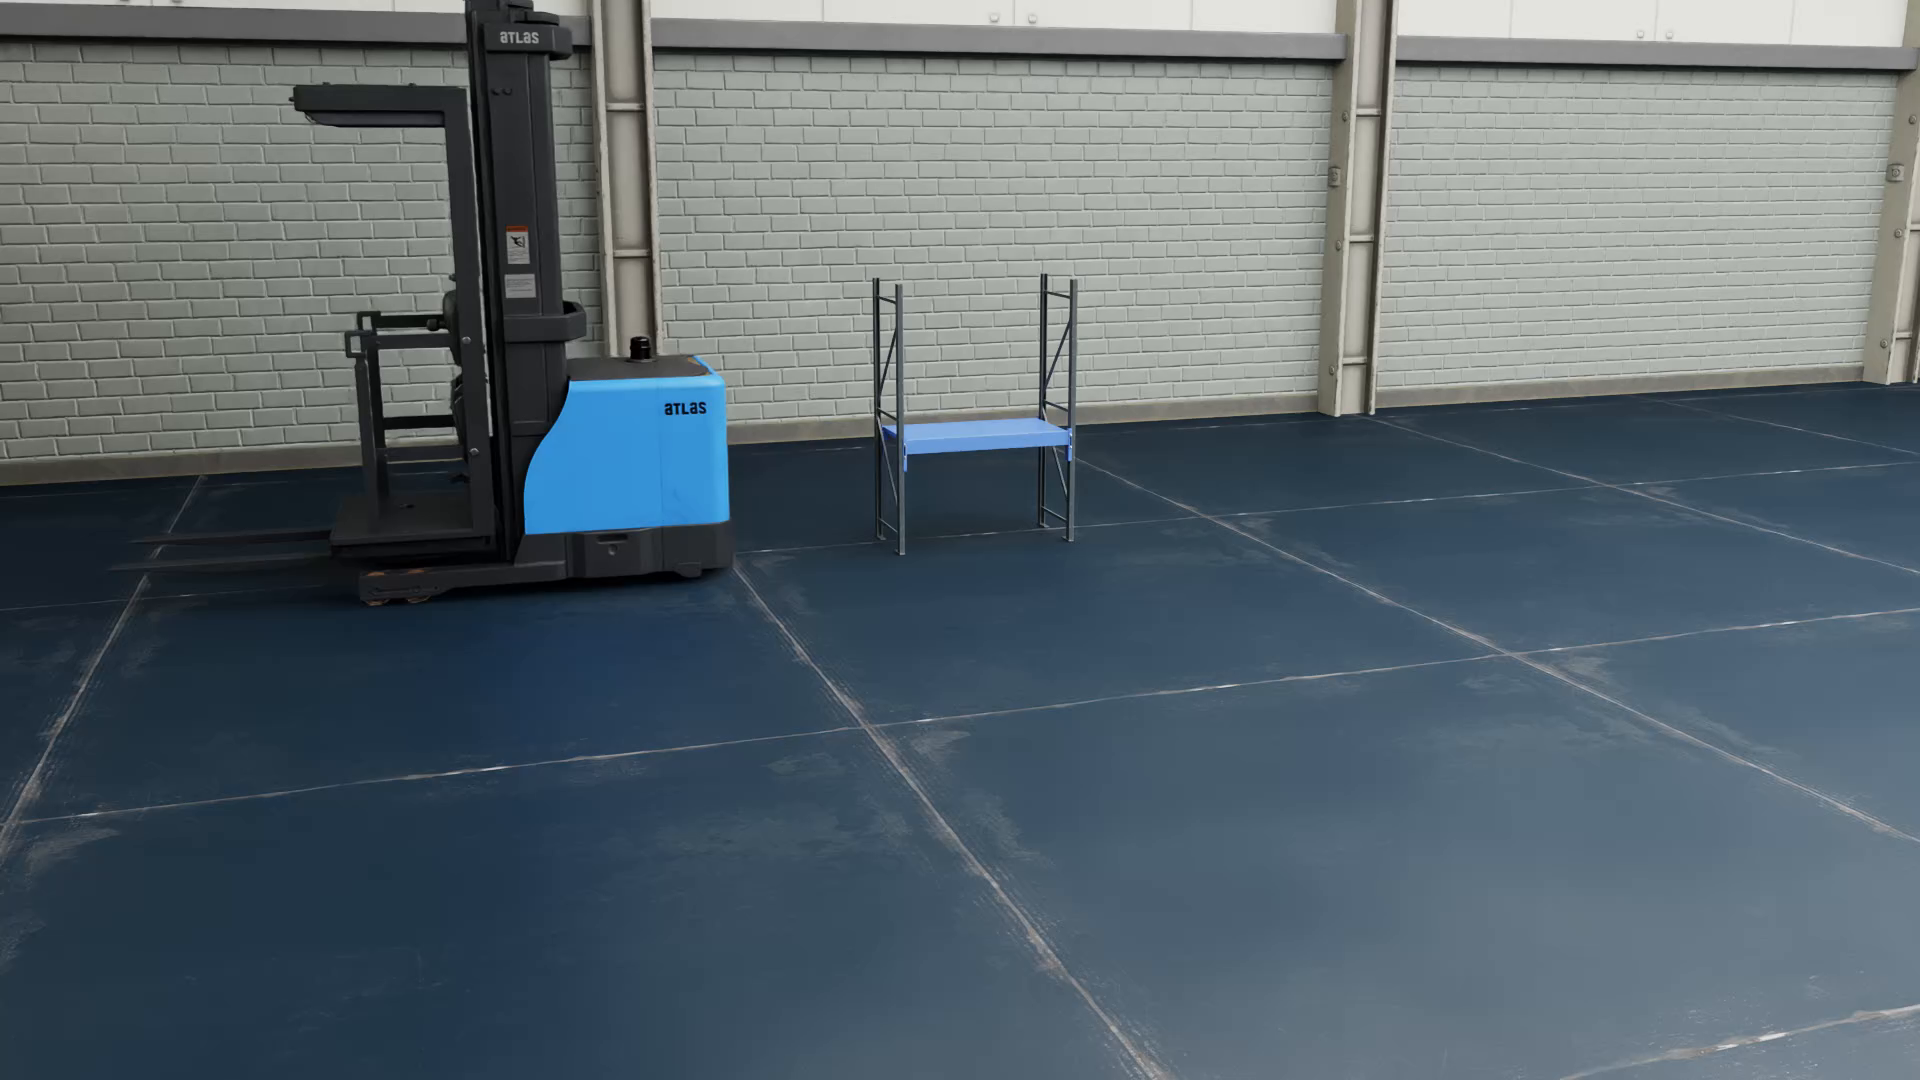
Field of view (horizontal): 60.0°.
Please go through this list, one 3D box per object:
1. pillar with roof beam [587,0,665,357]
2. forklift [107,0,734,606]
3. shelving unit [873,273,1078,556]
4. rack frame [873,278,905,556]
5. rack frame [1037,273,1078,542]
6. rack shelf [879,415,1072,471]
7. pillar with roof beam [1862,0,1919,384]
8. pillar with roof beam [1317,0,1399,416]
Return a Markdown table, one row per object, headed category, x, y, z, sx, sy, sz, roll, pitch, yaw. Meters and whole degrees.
| category | x | y | z | sx | sy | sz | roll | pitch | yaw |
| --- | --- | --- | --- | --- | --- | --- | --- | --- | --- |
| pillar with roof beam | -1.015 | -4.082 | 7.358 | 0.400 | 9.000 | 9.100 | -4 | 14 | -18 |
| forklift | -2.777 | -1.235 | 8.500 | 3.031 | 2.935 | 1.130 | -4 | 14 | -16 |
| shelving unit | 0.081 | -0.736 | 9.496 | 1.048 | 1.500 | 0.538 | -4 | 14 | -18 |
| rack frame | -0.401 | -0.698 | 9.338 | 0.032 | 1.500 | 0.500 | -4 | 14 | -18 |
| rack frame | 0.563 | -0.773 | 9.653 | 0.032 | 1.500 | 0.500 | -4 | 14 | -18 |
| rack shelf | 0.081 | -0.561 | 9.537 | 1.000 | 0.185 | 0.538 | -4 | 14 | -18 |
| pillar with roof beam | 10.358 | -4.968 | 11.081 | 0.400 | 9.000 | 9.100 | -4 | 14 | -18 |
| pillar with roof beam | 4.671 | -4.525 | 9.220 | 0.400 | 9.000 | 9.100 | -4 | 14 | -18 |
